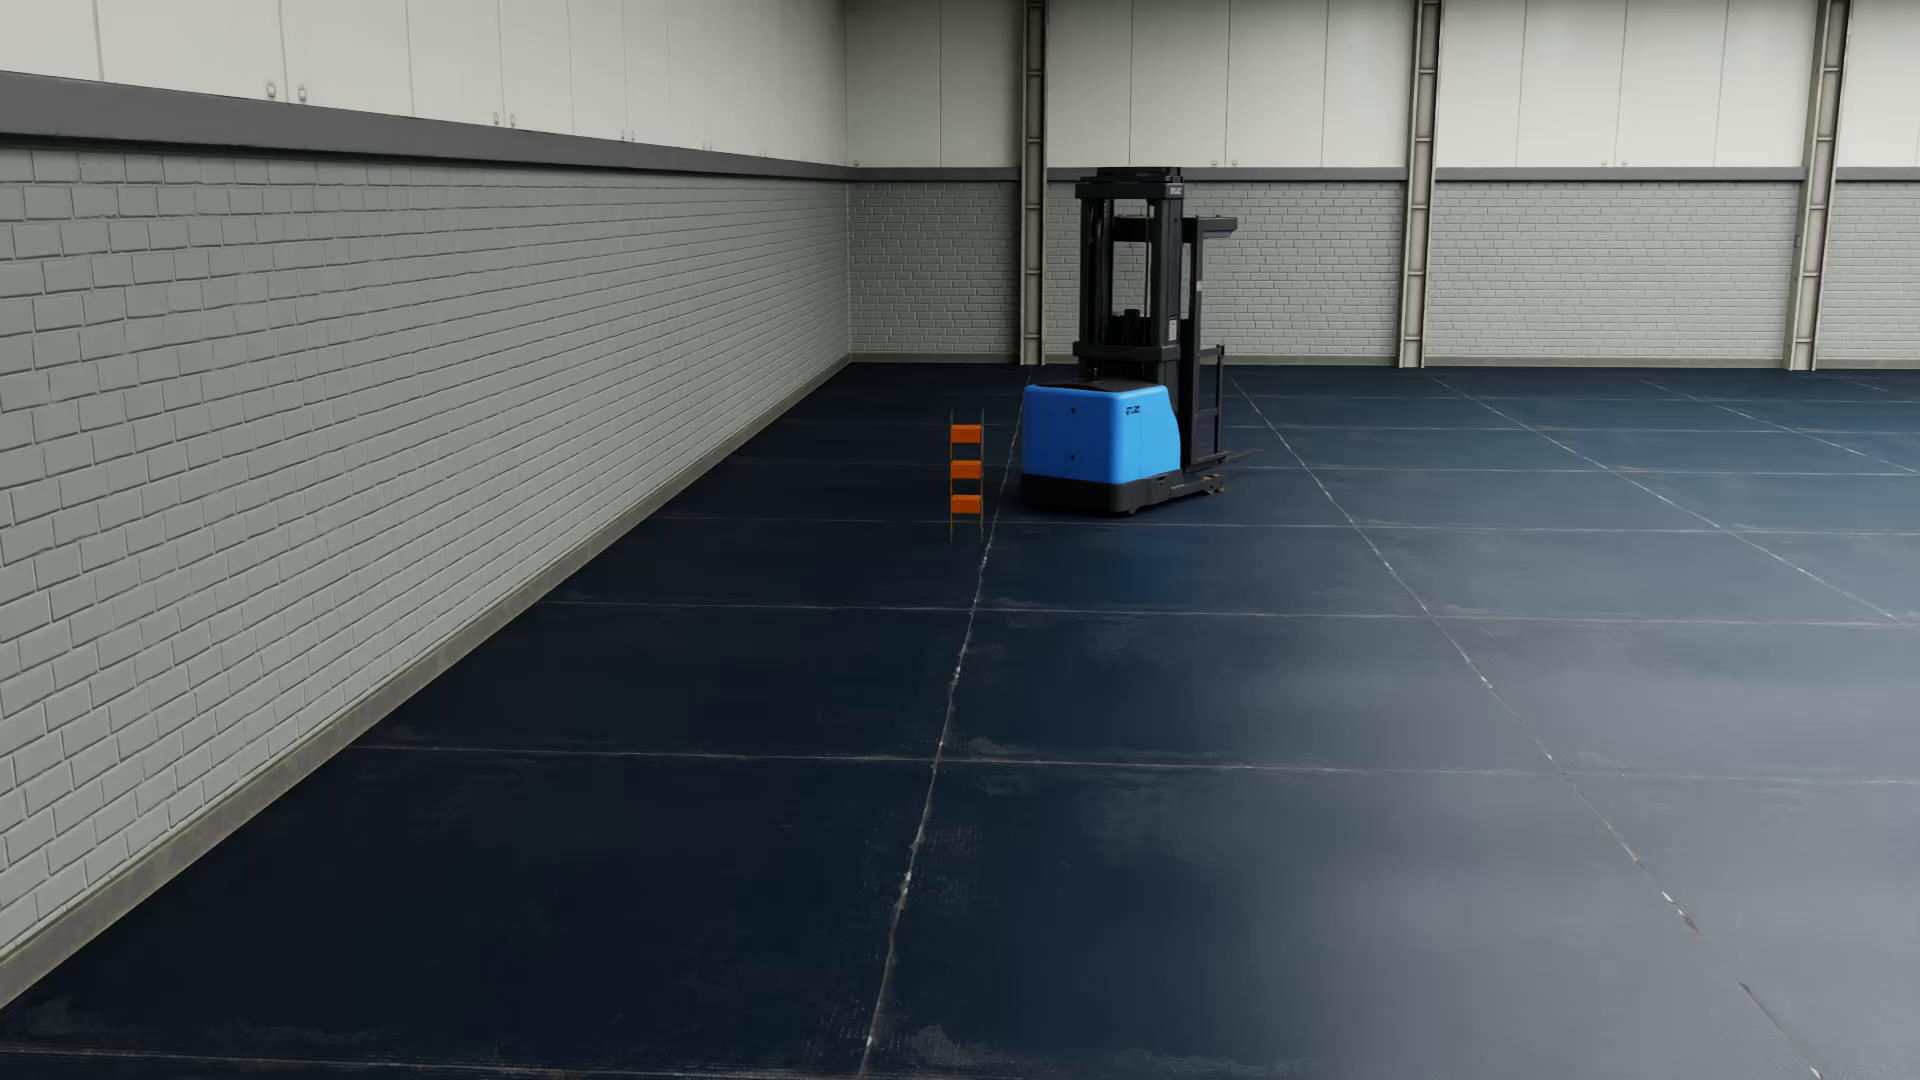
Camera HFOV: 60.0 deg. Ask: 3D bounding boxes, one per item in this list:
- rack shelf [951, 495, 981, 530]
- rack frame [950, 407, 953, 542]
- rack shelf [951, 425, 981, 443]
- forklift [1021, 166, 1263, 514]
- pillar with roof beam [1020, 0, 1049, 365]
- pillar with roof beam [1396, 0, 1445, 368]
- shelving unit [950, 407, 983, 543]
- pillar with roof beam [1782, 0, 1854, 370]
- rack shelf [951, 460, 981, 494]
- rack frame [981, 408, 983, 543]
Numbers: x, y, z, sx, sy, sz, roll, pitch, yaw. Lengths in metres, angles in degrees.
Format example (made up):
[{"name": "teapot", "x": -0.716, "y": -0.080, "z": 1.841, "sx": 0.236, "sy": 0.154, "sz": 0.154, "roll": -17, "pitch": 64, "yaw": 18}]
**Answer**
[{"name": "rack shelf", "x": 0.053, "y": -0.231, "z": 13.216, "sx": 0.240, "sy": 0.259, "sz": 0.215, "roll": 1, "pitch": 12, "yaw": 4}, {"name": "rack frame", "x": -0.068, "y": -0.515, "z": 13.165, "sx": 0.008, "sy": 1.050, "sz": 0.200, "roll": 1, "pitch": 12, "yaw": 4}, {"name": "rack shelf", "x": 0.053, "y": -0.781, "z": 13.101, "sx": 0.240, "sy": 0.259, "sz": 0.215, "roll": 1, "pitch": 12, "yaw": 4}, {"name": "forklift", "x": 1.820, "y": -1.903, "z": 15.206, "sx": 1.130, "sy": 2.935, "sz": 3.031, "roll": 9, "pitch": 15, "yaw": 36}, {"name": "pillar with roof beam", "x": 0.883, "y": -6.368, "z": 21.734, "sx": 0.400, "sy": 9.000, "sz": 9.100, "roll": 1, "pitch": 12, "yaw": 4}, {"name": "pillar with roof beam", "x": 6.870, "y": -6.286, "z": 21.341, "sx": 0.400, "sy": 9.000, "sz": 9.100, "roll": 1, "pitch": 12, "yaw": 4}, {"name": "shelving unit", "x": 0.053, "y": -0.513, "z": 13.157, "sx": 0.252, "sy": 1.050, "sz": 0.215, "roll": 1, "pitch": 12, "yaw": 4}, {"name": "pillar with roof beam", "x": 12.857, "y": -6.204, "z": 20.949, "sx": 0.400, "sy": 9.000, "sz": 9.100, "roll": 1, "pitch": 12, "yaw": 4}, {"name": "rack shelf", "x": 0.053, "y": -0.503, "z": 13.159, "sx": 0.240, "sy": 0.259, "sz": 0.215, "roll": 1, "pitch": 12, "yaw": 4}, {"name": "rack frame", "x": 0.175, "y": -0.511, "z": 13.149, "sx": 0.008, "sy": 1.050, "sz": 0.200, "roll": 1, "pitch": 12, "yaw": 4}]
